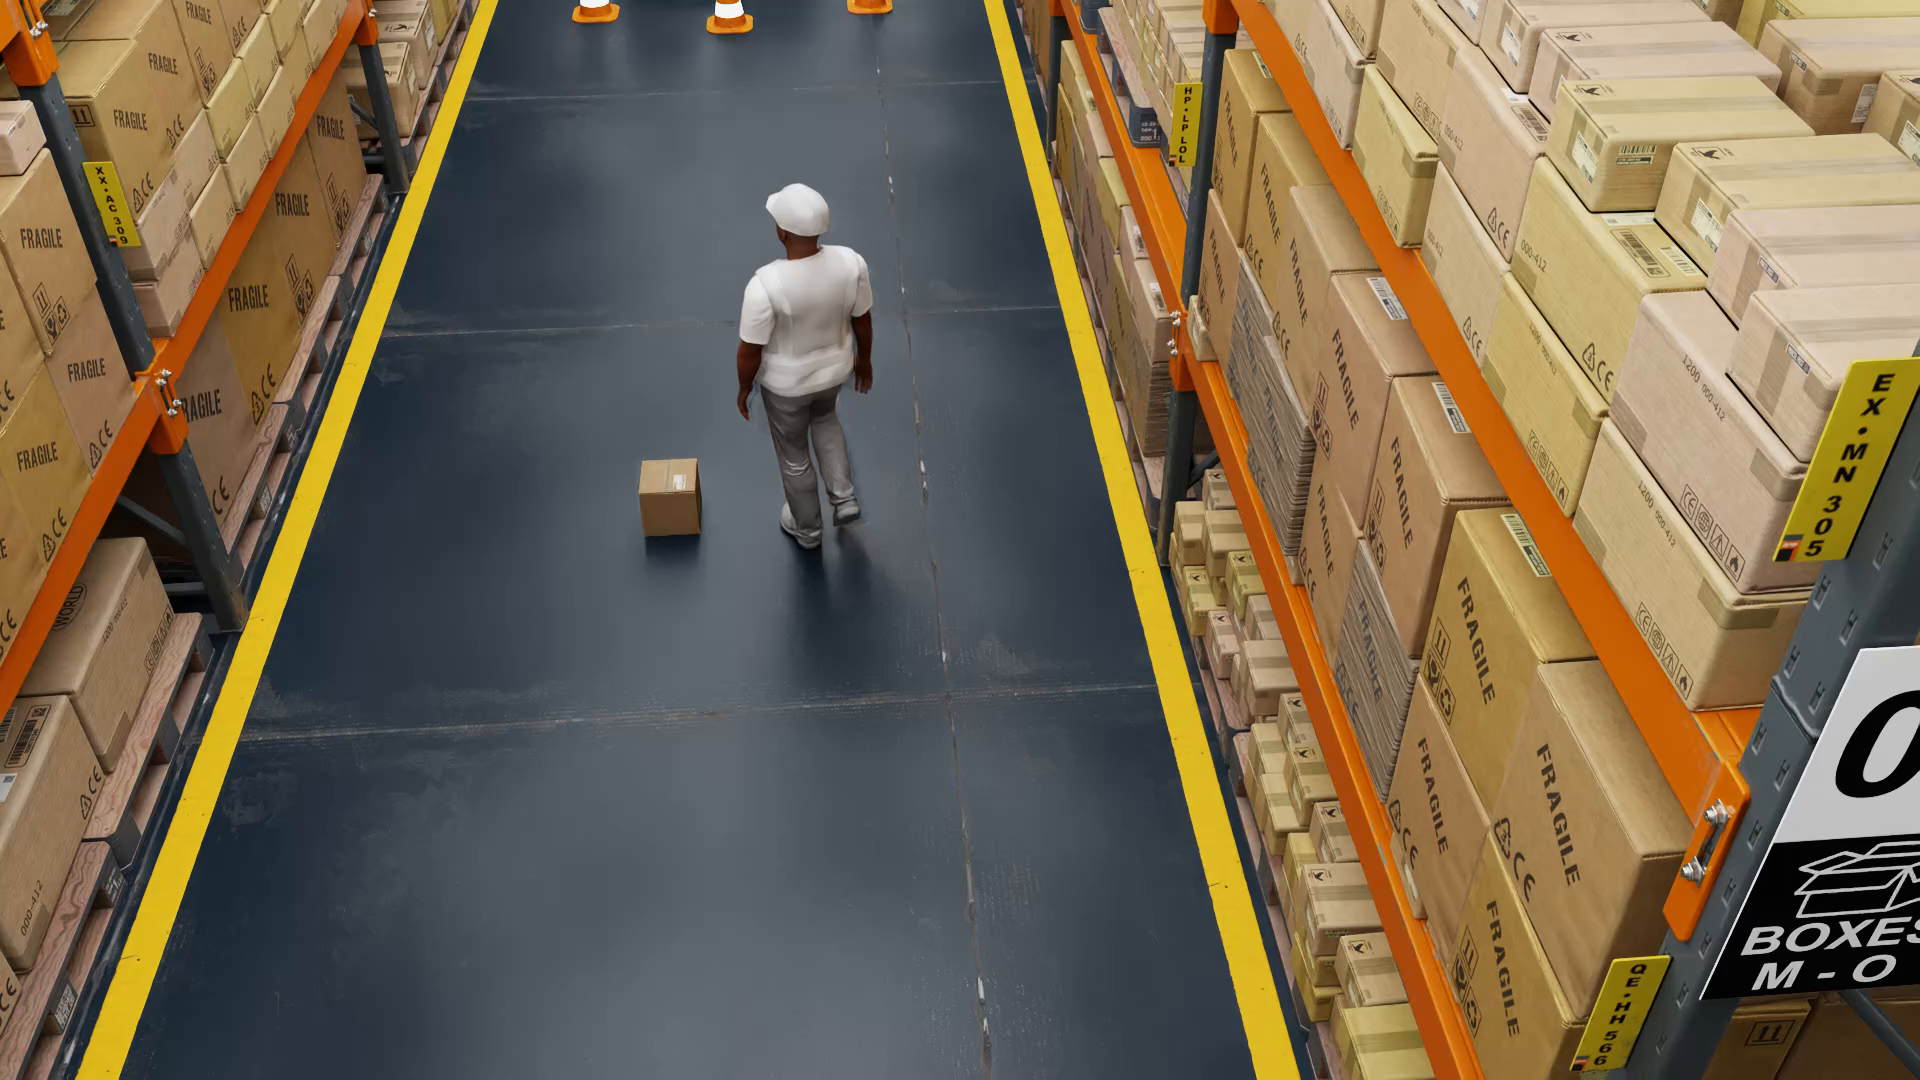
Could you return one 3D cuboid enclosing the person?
[{"bbox_3d":[-0.672,-0.721,7.000,0.607,1.759,0.468,-21,44,-24],"label":"person"}]
